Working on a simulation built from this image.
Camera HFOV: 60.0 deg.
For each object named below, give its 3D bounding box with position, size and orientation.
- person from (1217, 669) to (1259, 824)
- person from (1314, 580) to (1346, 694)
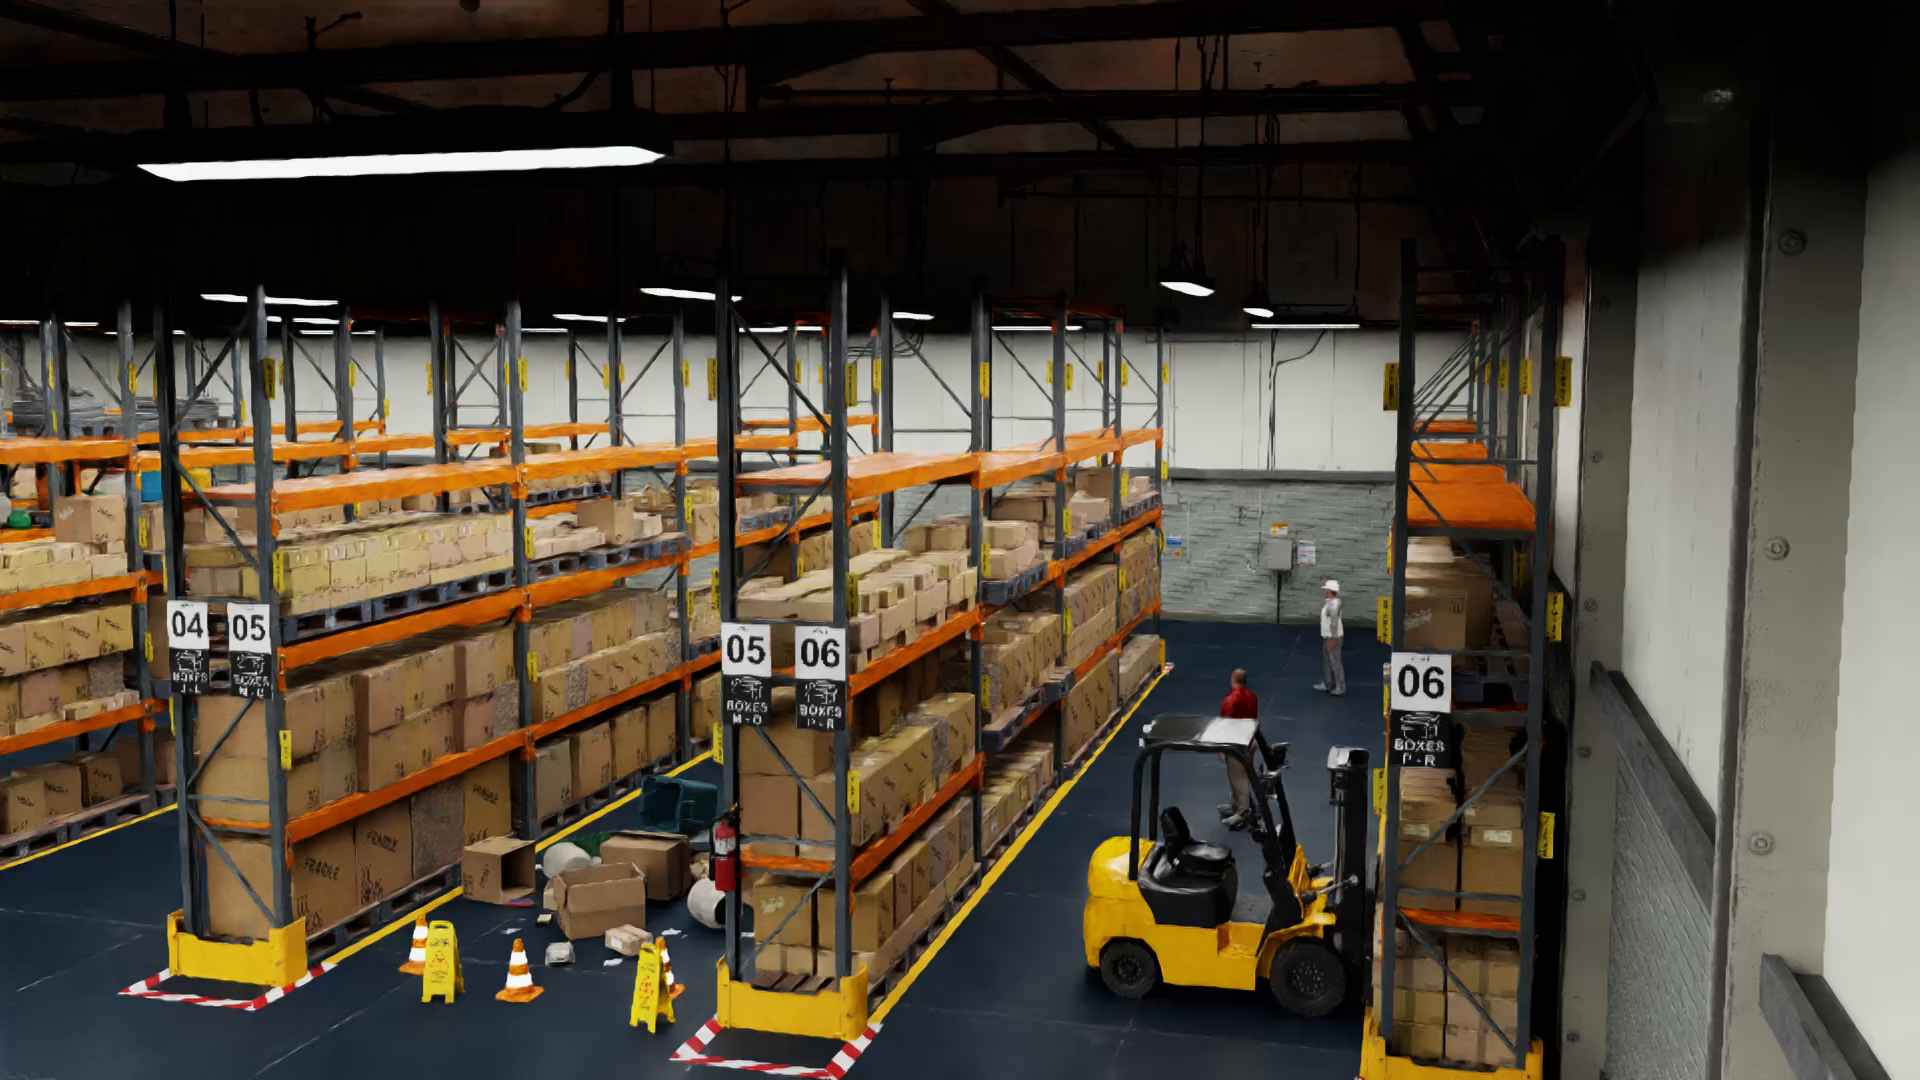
[{"bbox_3d":[3.123,2.304,18.849,0.580,1.721,0.654,6,8,42],"label":"person"},{"bbox_3d":[5.844,1.510,26.177,0.486,1.772,0.625,1,6,9],"label":"person"}]
